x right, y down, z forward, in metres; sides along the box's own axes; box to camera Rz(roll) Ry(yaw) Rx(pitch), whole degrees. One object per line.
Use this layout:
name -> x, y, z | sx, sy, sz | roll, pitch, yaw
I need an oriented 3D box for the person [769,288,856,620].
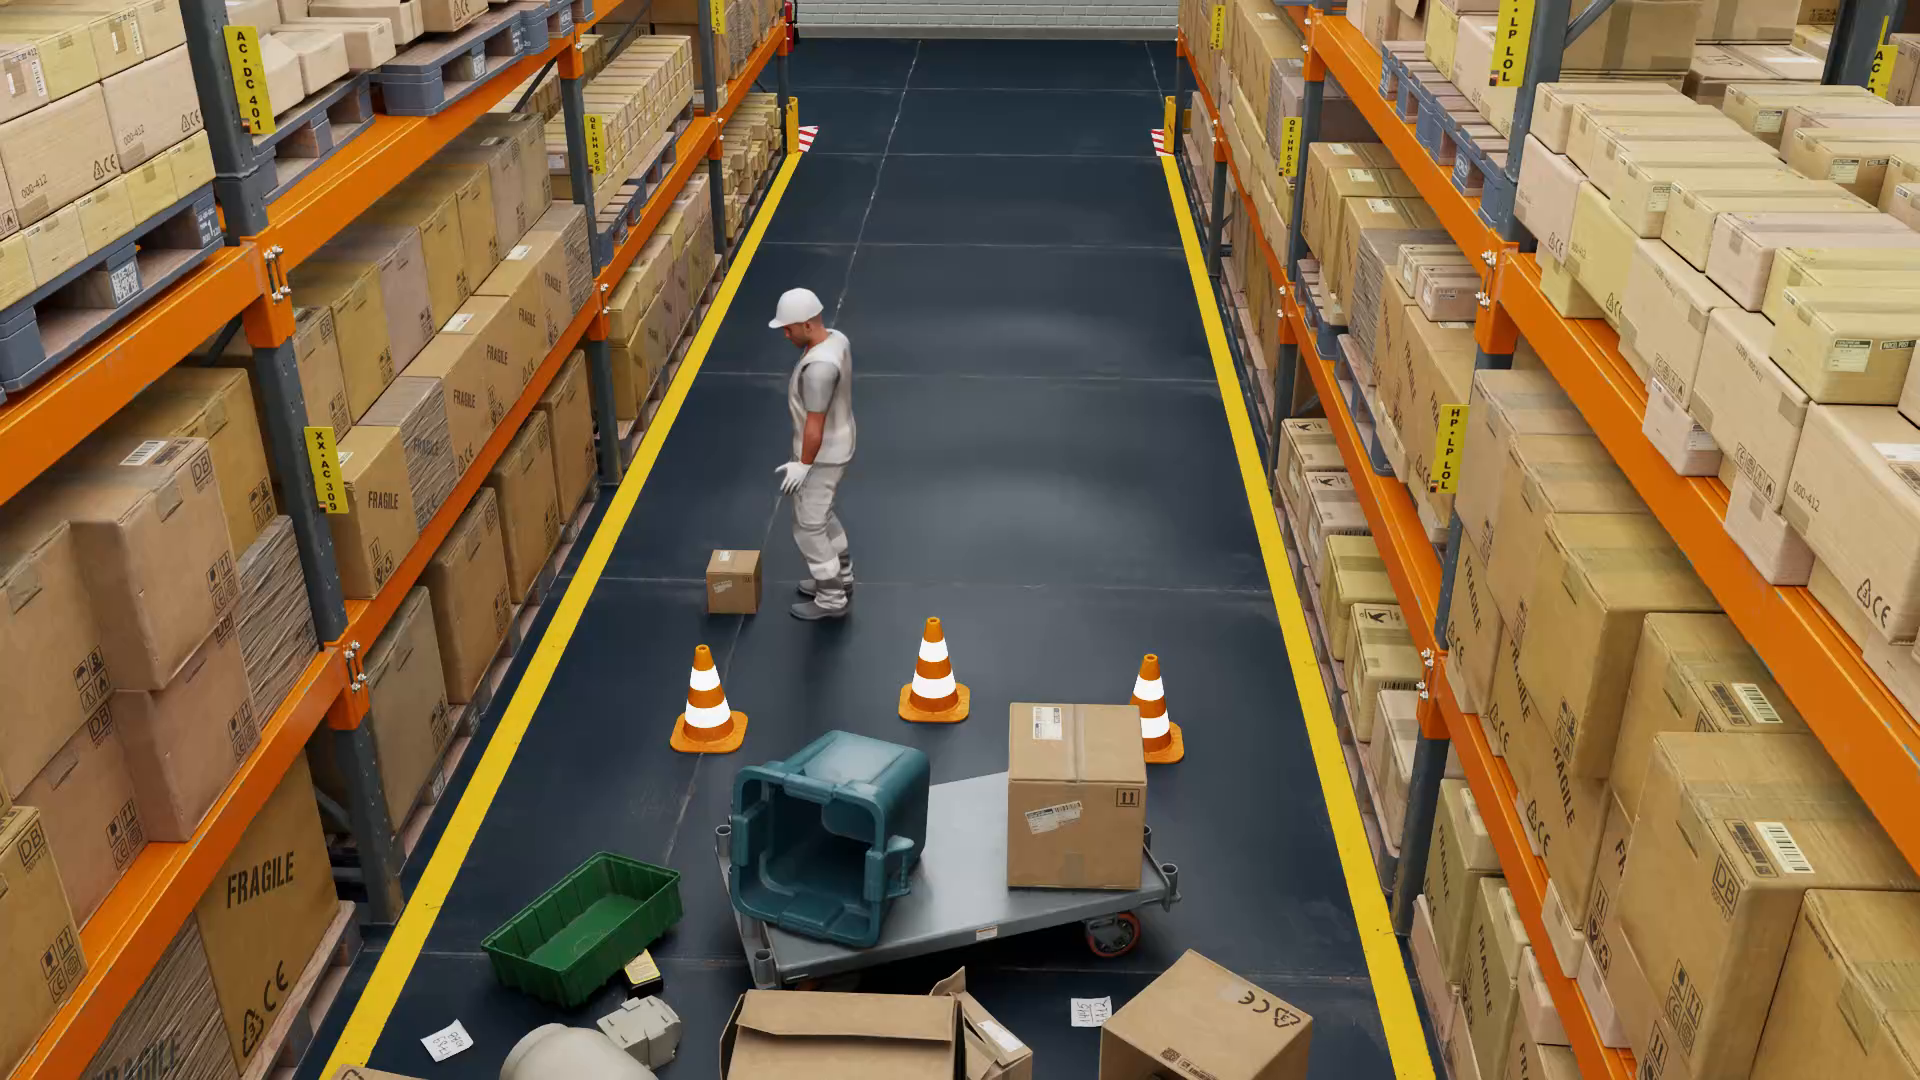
person -> -0.732, -0.430, 8.442 | 0.400, 1.763, 0.534 | 2, 28, 3
